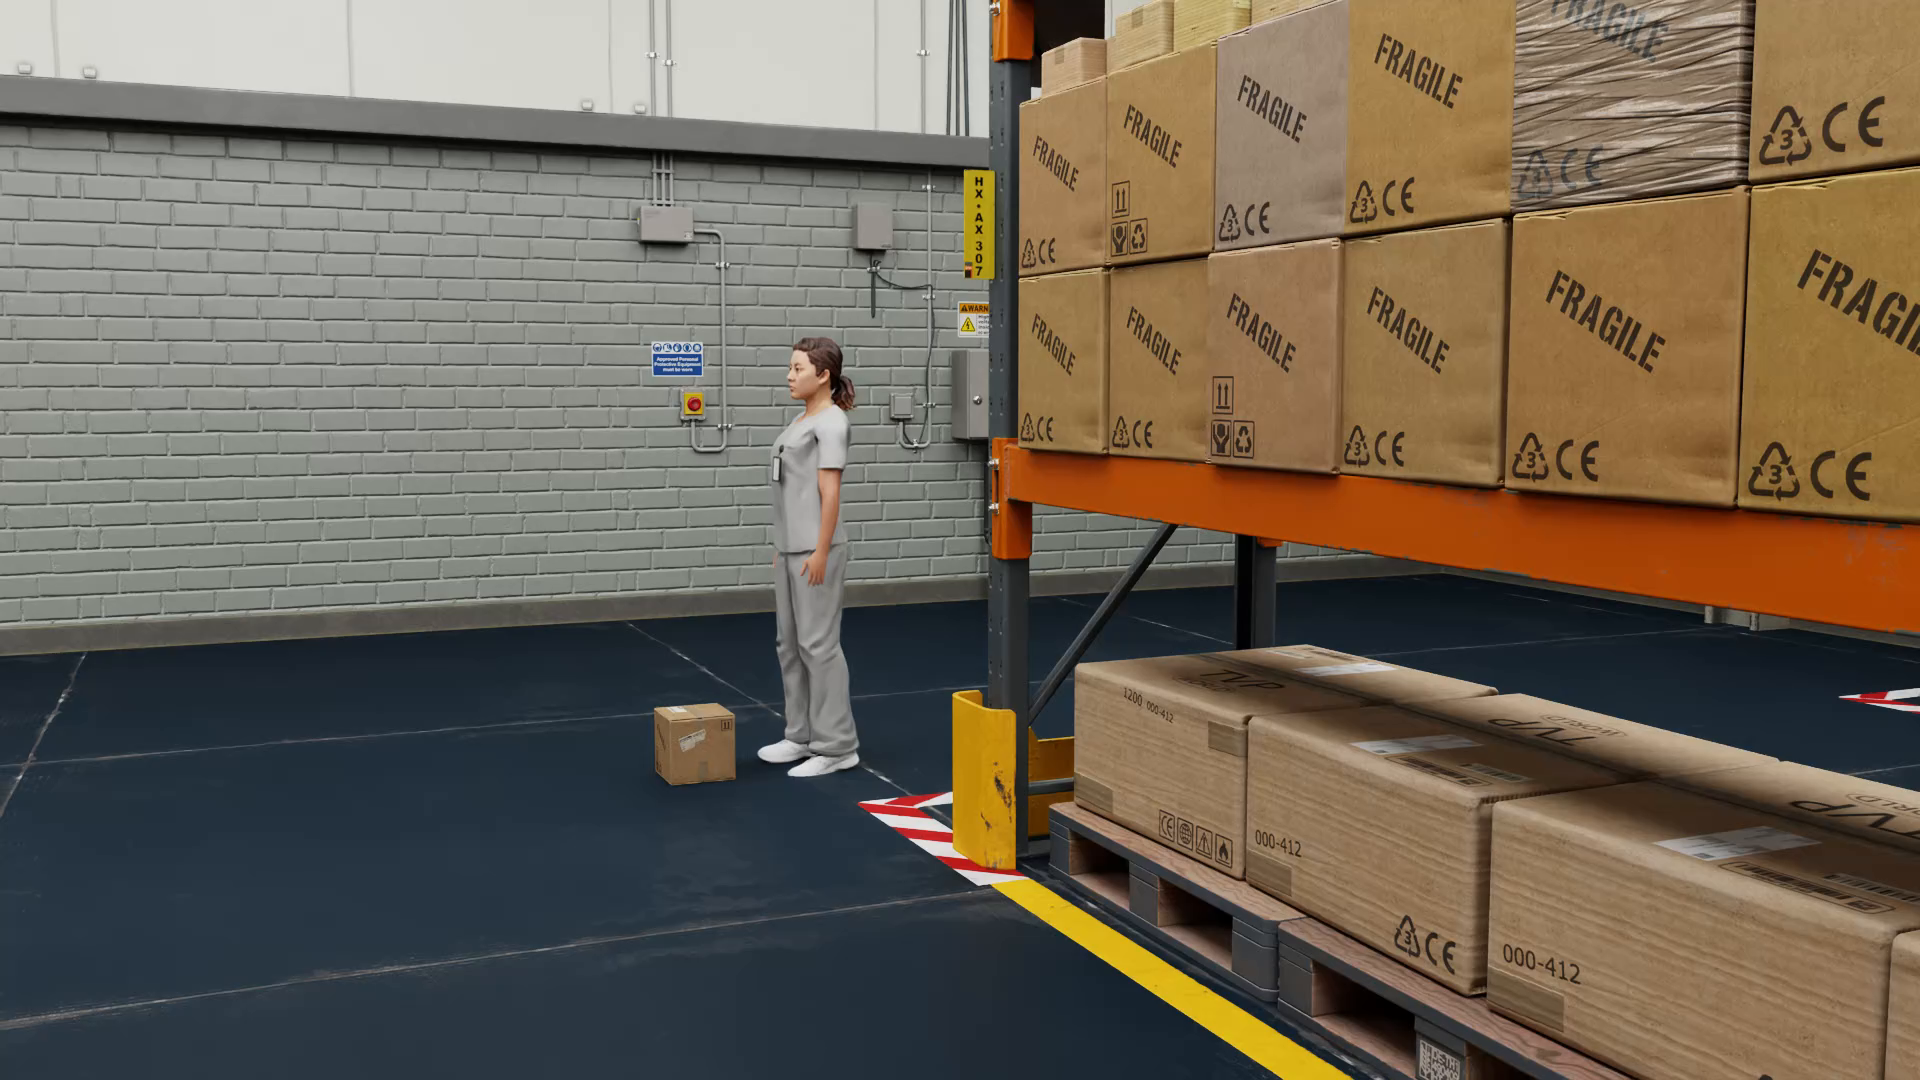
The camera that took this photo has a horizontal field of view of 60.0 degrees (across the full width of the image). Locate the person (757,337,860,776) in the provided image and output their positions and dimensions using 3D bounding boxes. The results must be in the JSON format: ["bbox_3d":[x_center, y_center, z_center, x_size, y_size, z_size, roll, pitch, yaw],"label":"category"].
[{"bbox_3d":[-0.574,0.068,6.444,0.384,1.698,0.439,-2,6,-22],"label":"person"}]
